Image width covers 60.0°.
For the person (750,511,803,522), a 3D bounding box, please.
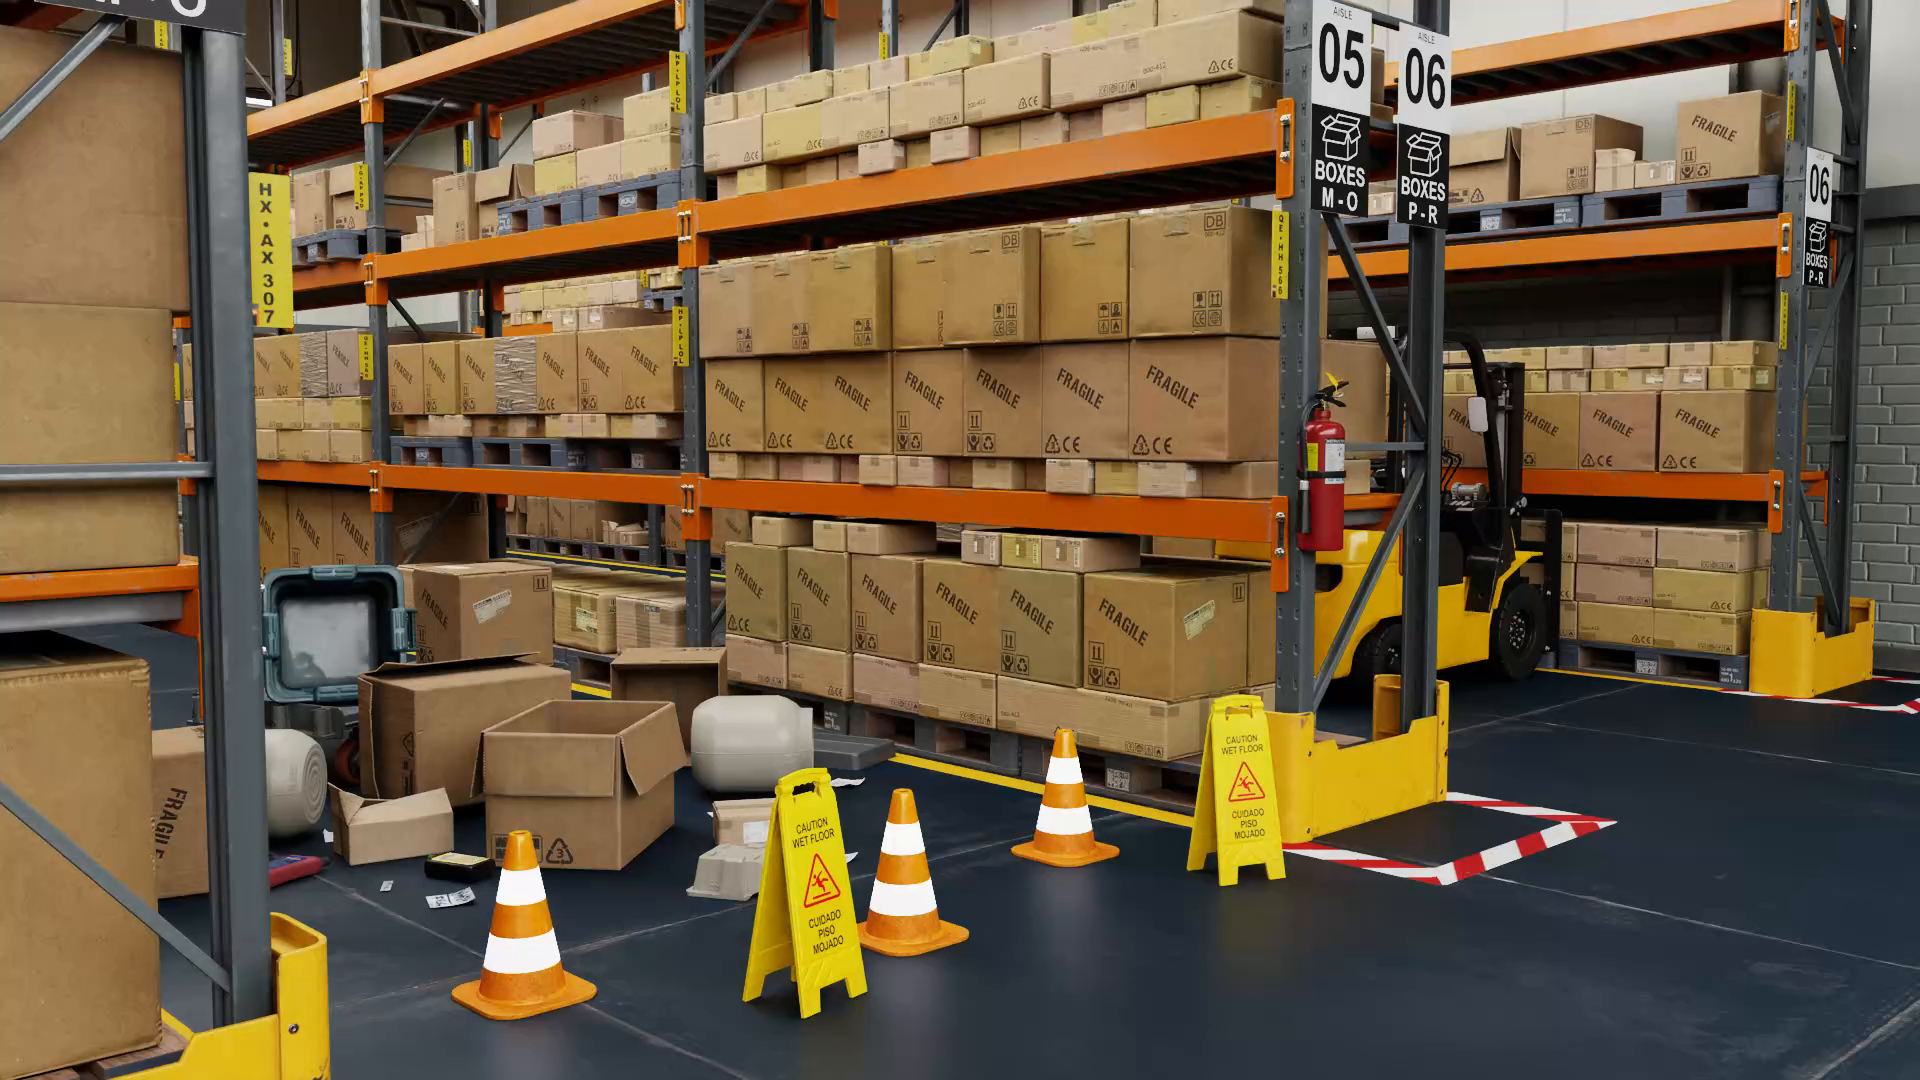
[{"bbox_3d":[-1.245,-0.049,11.934,0.452,1.635,0.525,-4,6,-43],"label":"person"}]
